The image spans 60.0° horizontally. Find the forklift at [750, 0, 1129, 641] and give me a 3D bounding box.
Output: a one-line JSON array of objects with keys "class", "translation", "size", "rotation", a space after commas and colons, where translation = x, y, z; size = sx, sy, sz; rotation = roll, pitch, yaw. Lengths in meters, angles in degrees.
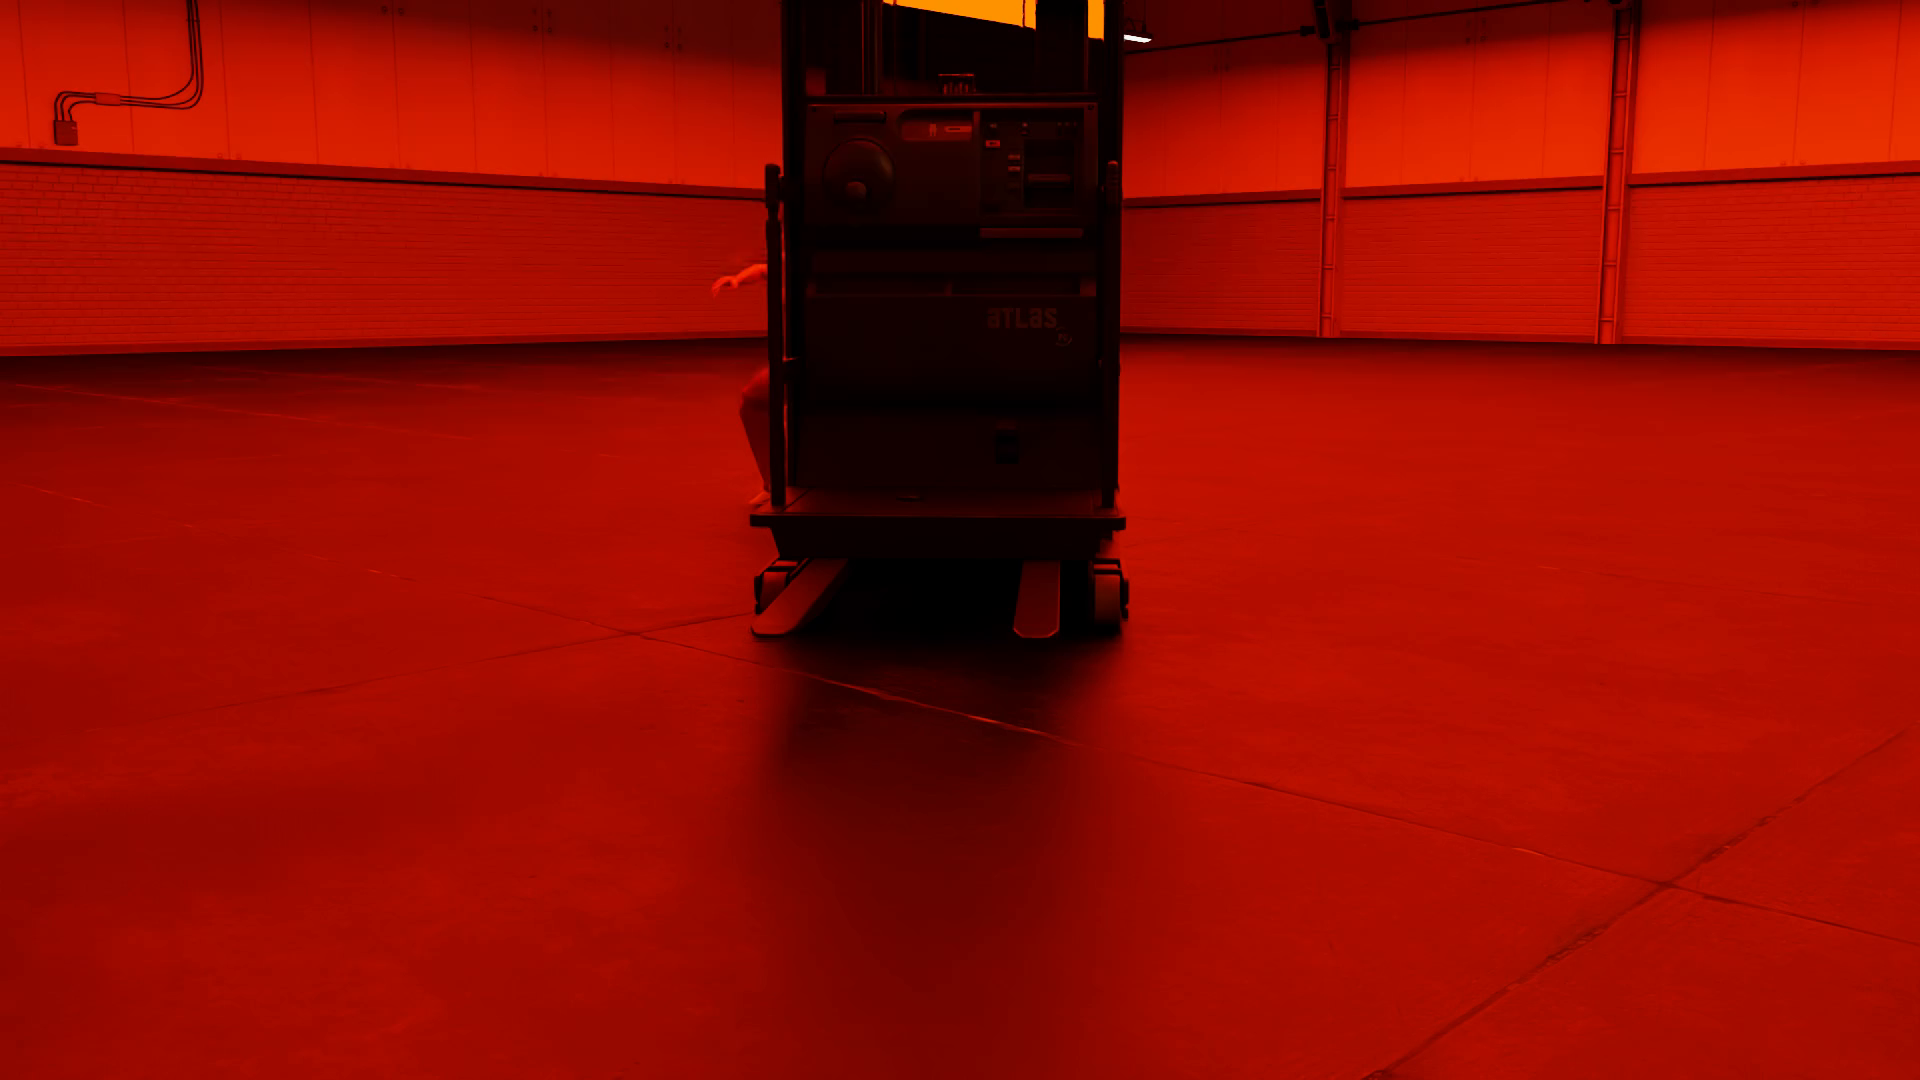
[{"class": "forklift", "translation": [-0.039, -1.235, 5.076], "size": [1.130, 2.935, 3.031], "rotation": [1, 9, 4]}]

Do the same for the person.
[{"class": "person", "translation": [-0.710, -0.794, 7.454], "size": [0.943, 1.448, 0.652], "rotation": [6, 10, 34]}]
